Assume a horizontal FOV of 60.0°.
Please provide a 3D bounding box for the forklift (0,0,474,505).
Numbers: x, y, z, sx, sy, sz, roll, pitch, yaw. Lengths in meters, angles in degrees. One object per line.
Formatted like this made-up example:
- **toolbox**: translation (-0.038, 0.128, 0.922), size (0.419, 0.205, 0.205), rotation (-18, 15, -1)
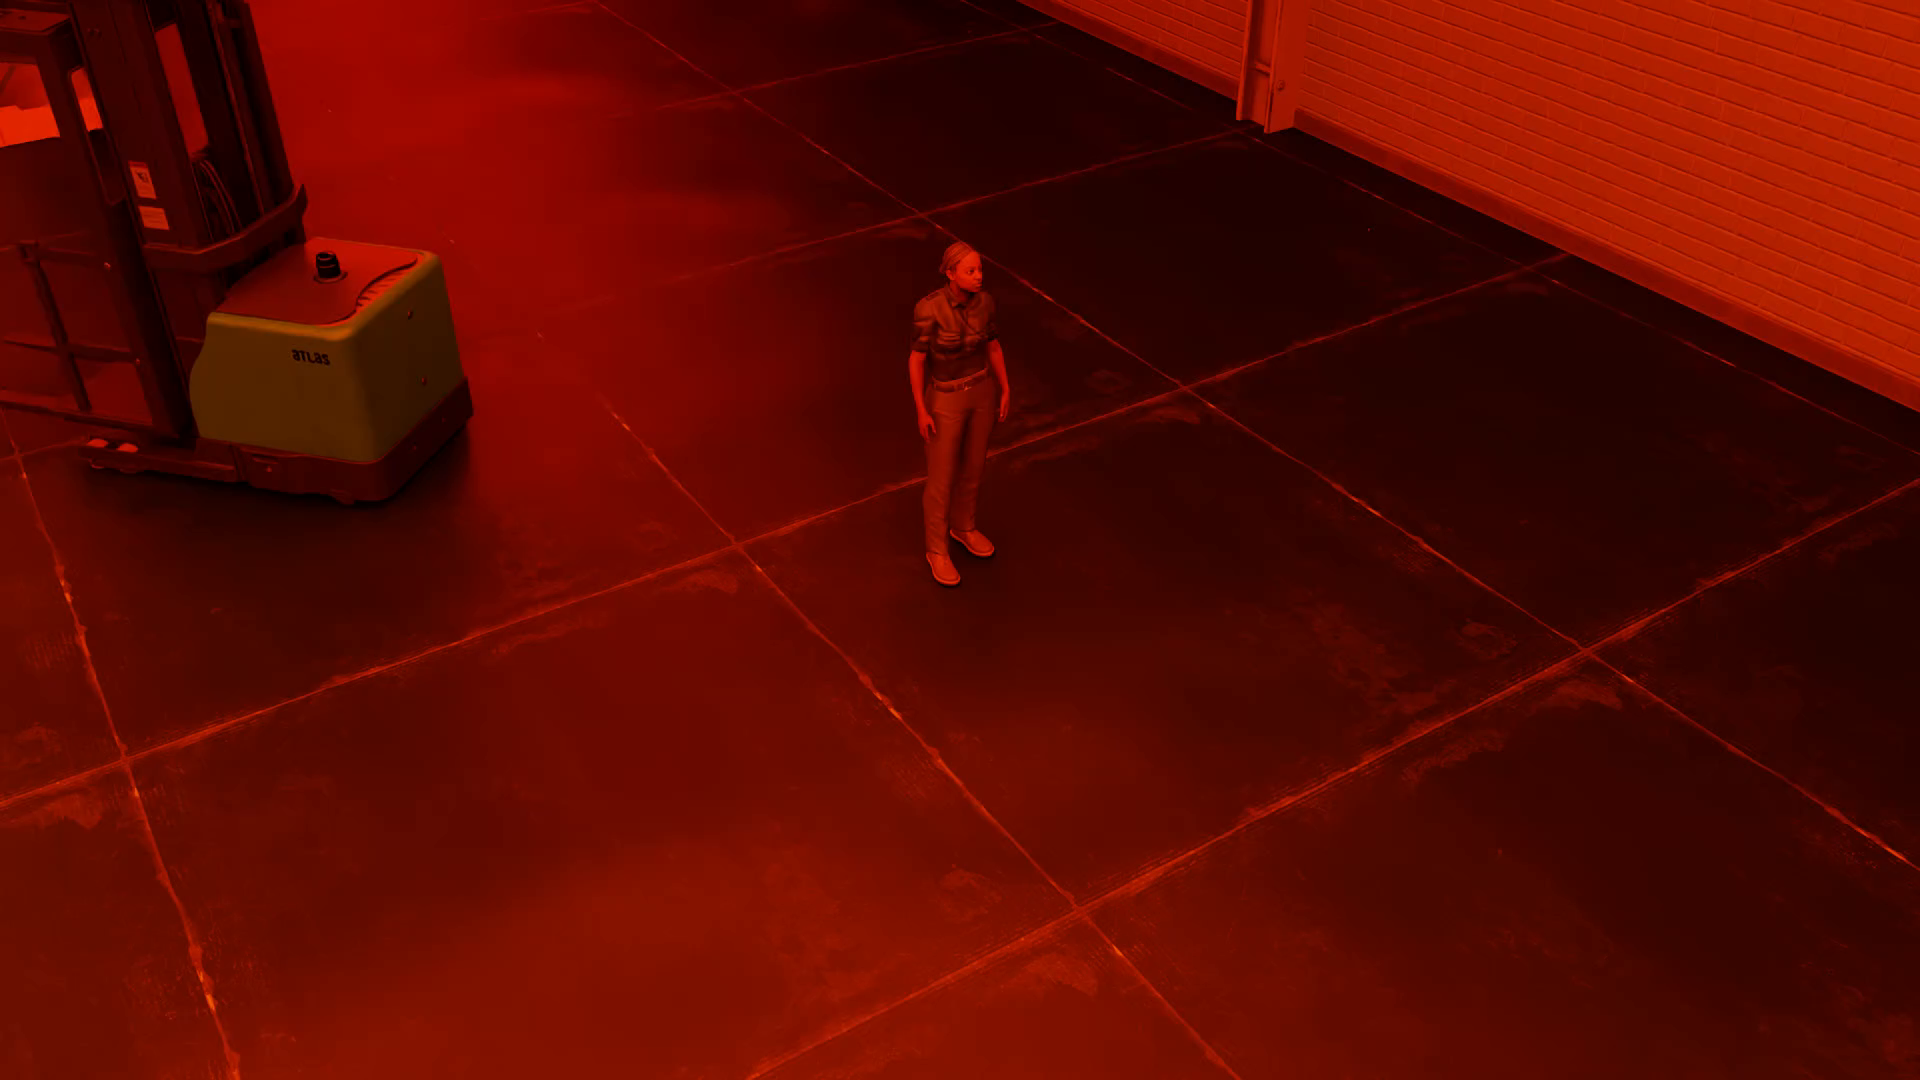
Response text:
- **forklift**: translation (-4.389, -1.849, 8.779), size (3.031, 2.935, 1.130), rotation (9, 36, 12)

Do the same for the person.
- **person**: translation (0.031, -0.634, 8.149), size (0.569, 1.654, 0.504), rotation (-21, 40, -27)
